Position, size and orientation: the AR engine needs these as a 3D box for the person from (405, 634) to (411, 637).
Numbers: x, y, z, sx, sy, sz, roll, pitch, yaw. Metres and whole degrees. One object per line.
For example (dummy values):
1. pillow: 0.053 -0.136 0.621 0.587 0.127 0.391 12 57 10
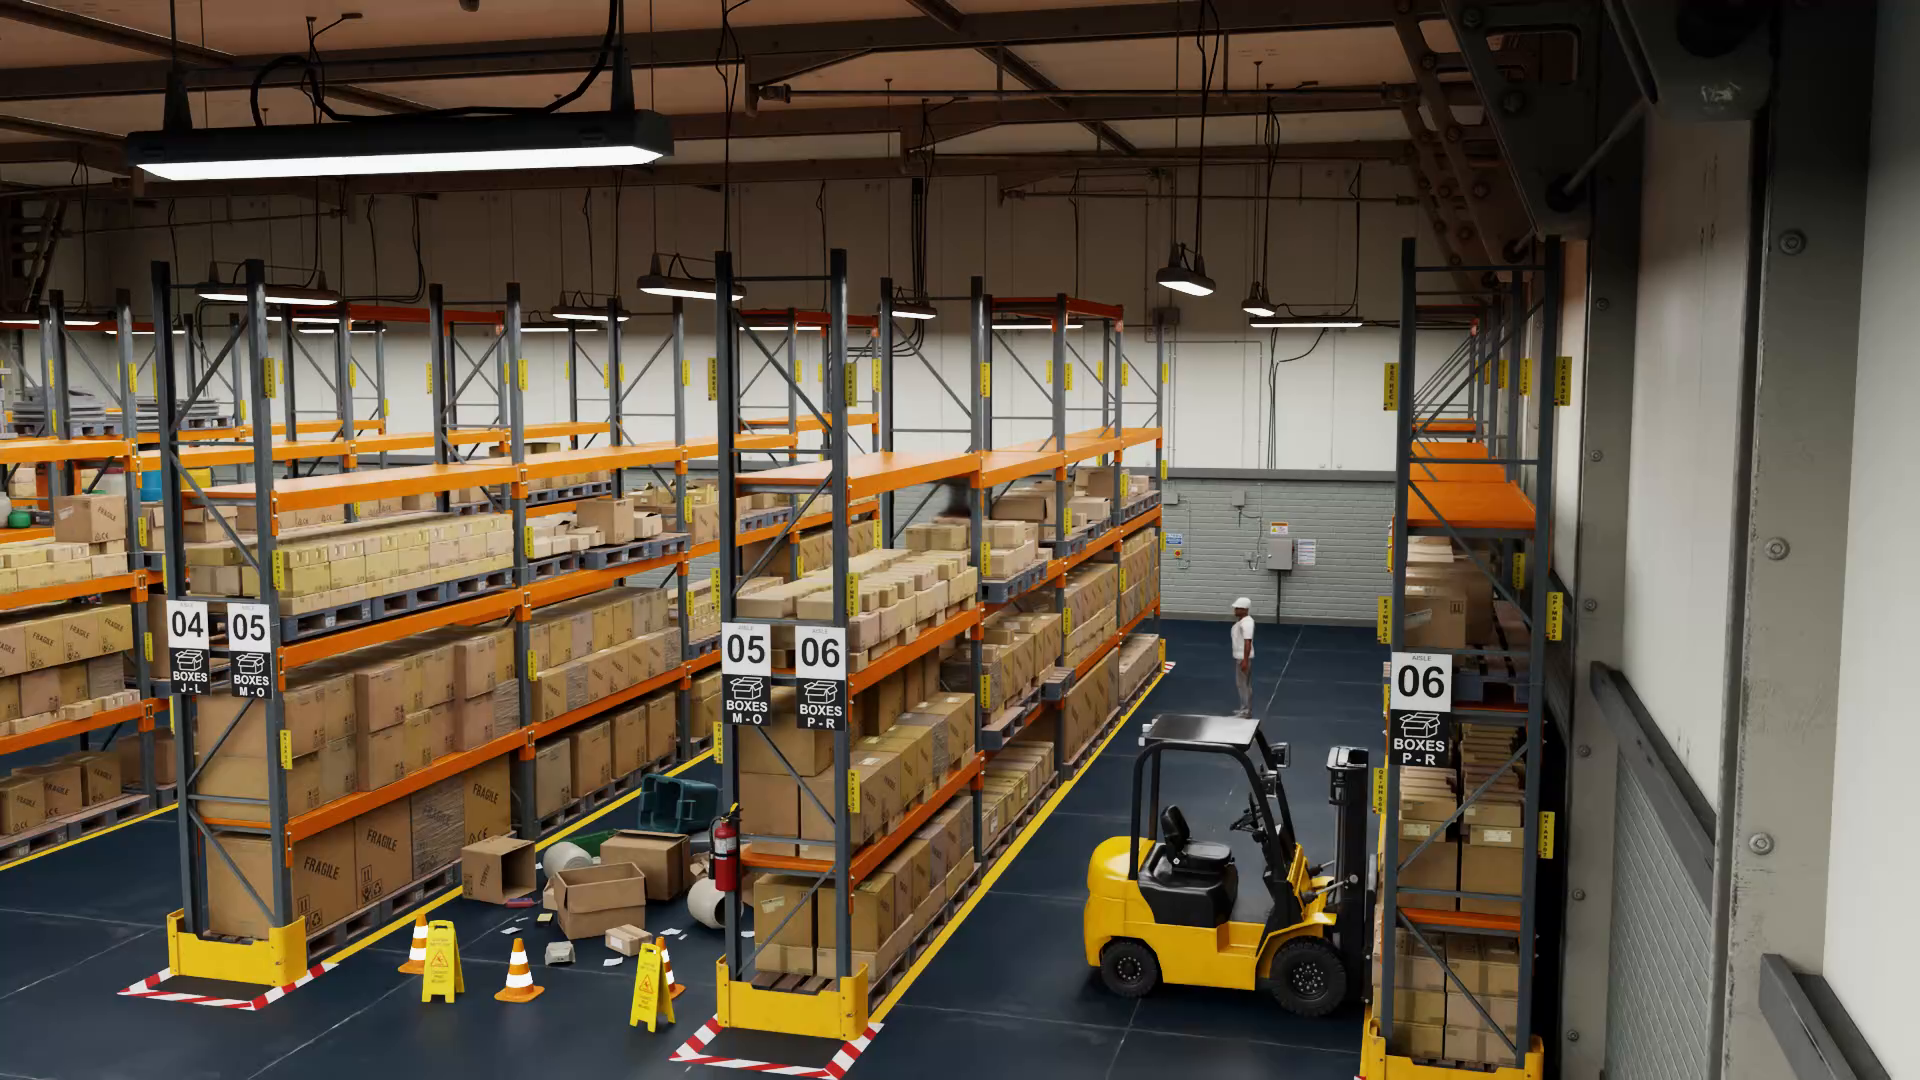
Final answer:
1. person: -7.351 1.956 22.246 0.500 1.727 1.025 2 6 20

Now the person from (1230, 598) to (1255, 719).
1. person: 4.117 1.715 24.257 0.358 1.768 0.653 1 6 7
